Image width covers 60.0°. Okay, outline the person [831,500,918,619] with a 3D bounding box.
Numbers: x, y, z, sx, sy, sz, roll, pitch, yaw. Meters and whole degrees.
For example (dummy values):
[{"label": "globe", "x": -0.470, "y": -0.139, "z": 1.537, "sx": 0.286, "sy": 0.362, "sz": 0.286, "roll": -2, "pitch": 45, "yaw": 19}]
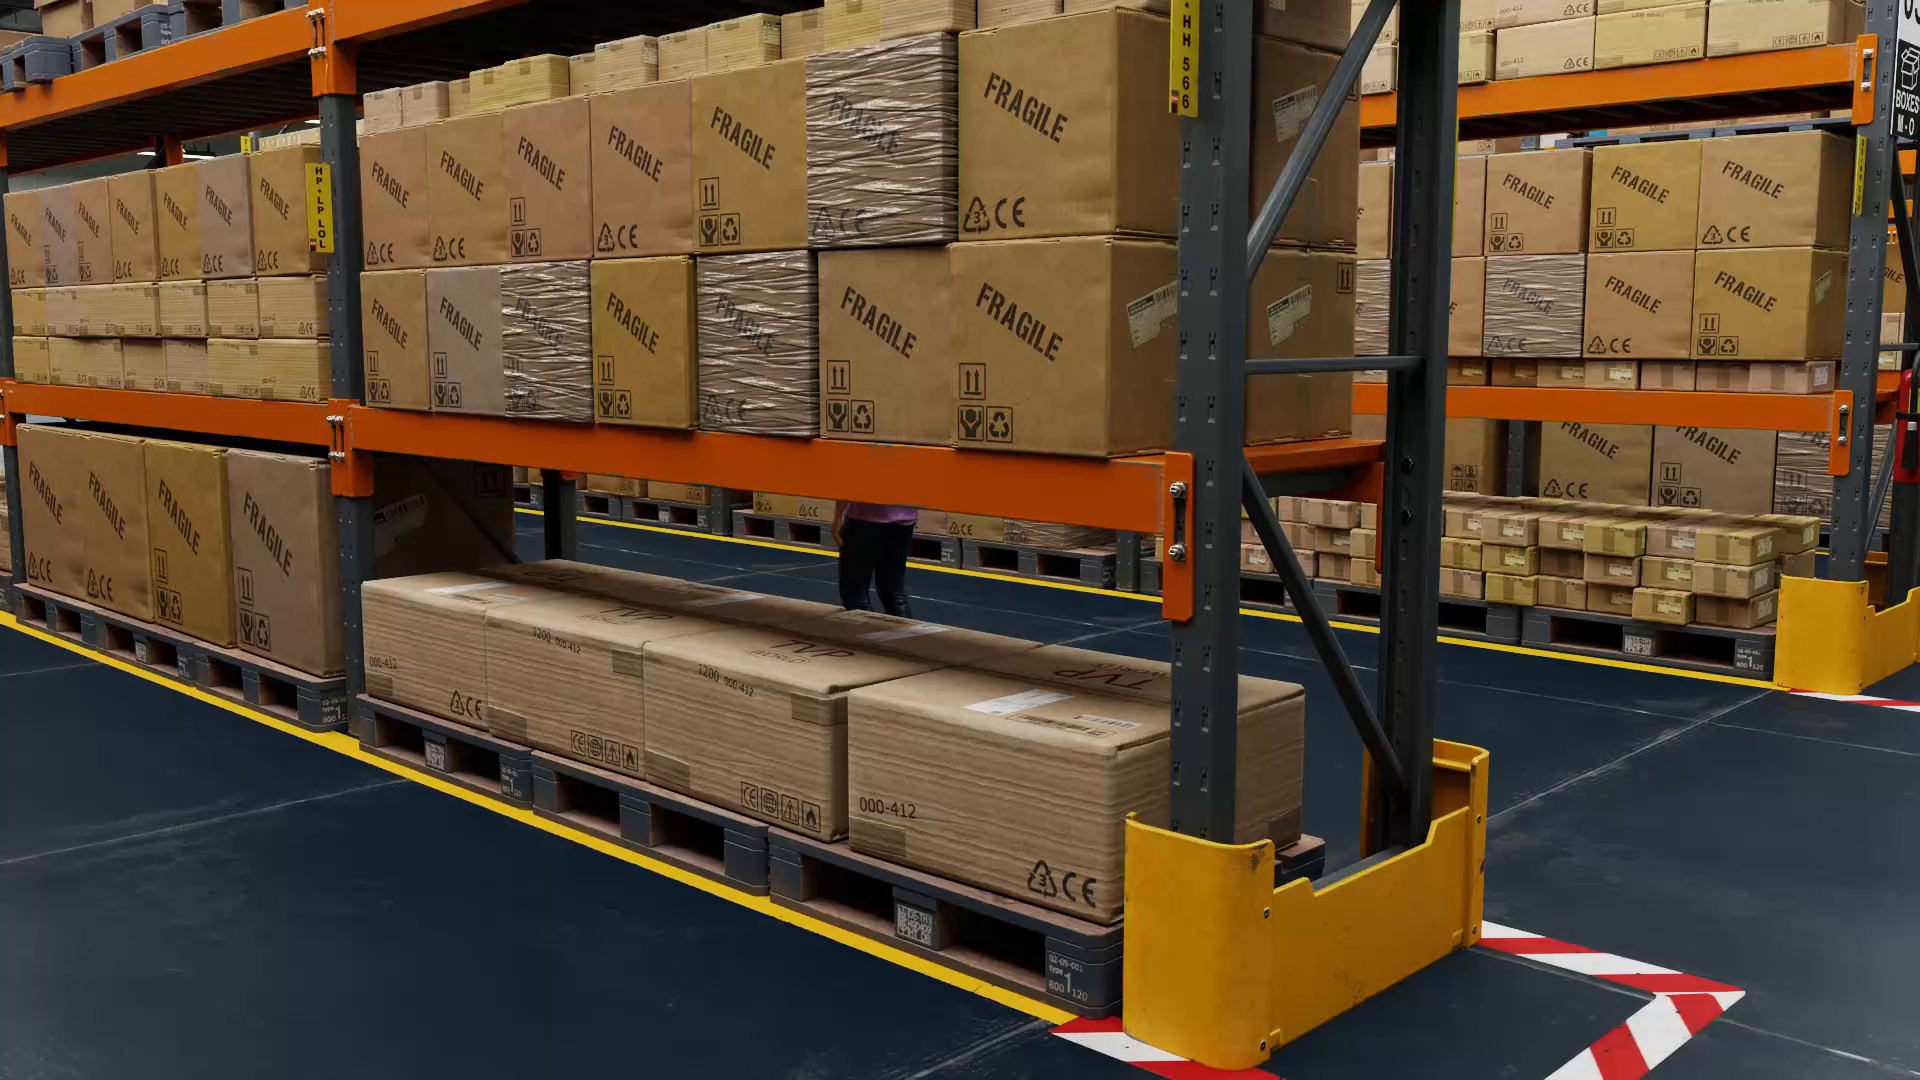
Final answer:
[{"label": "person", "x": -0.366, "y": -0.099, "z": 7.090, "sx": 0.350, "sy": 1.593, "sz": 0.468, "roll": 6, "pitch": 10, "yaw": 40}]
